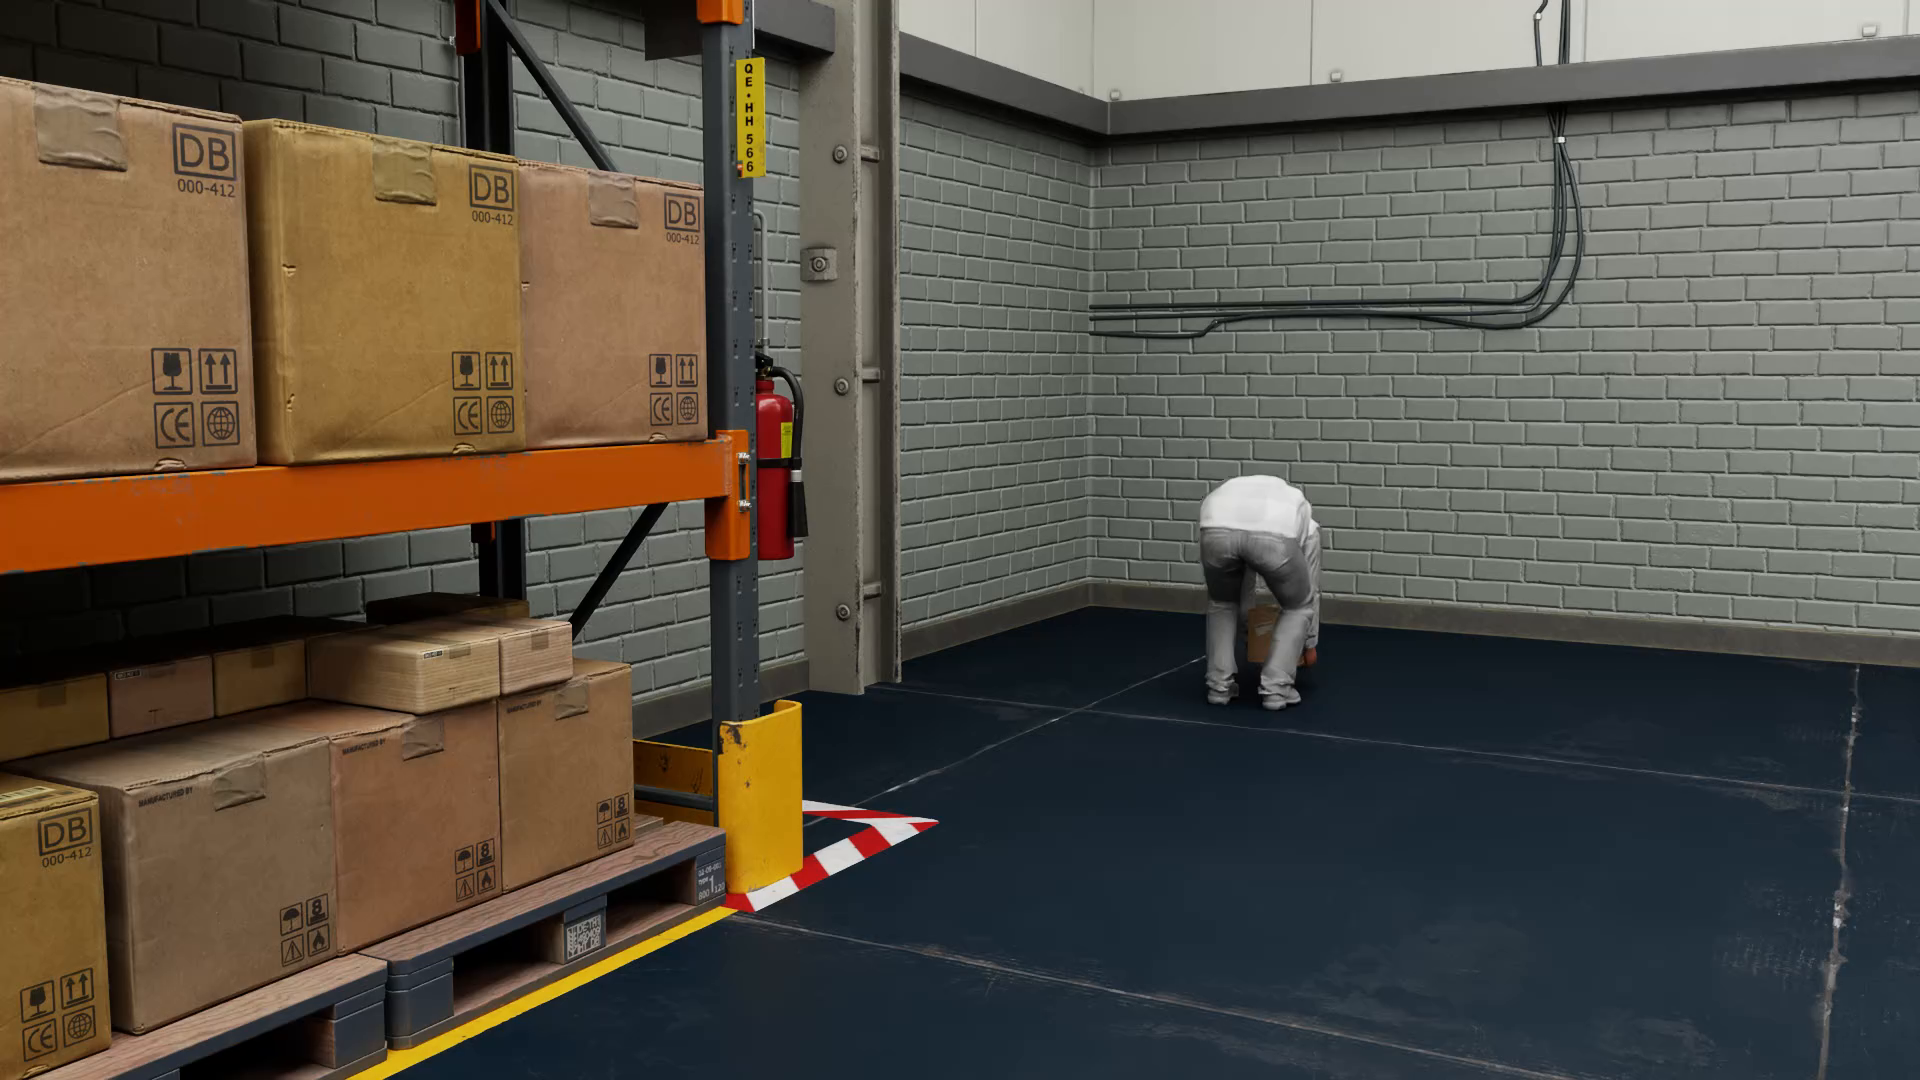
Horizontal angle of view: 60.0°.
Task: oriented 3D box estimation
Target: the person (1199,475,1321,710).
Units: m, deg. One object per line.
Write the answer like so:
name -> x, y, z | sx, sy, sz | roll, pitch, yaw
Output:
person -> 1.406, 0.204, 7.641 | 0.500, 1.028, 1.002 | 3, 7, 26
